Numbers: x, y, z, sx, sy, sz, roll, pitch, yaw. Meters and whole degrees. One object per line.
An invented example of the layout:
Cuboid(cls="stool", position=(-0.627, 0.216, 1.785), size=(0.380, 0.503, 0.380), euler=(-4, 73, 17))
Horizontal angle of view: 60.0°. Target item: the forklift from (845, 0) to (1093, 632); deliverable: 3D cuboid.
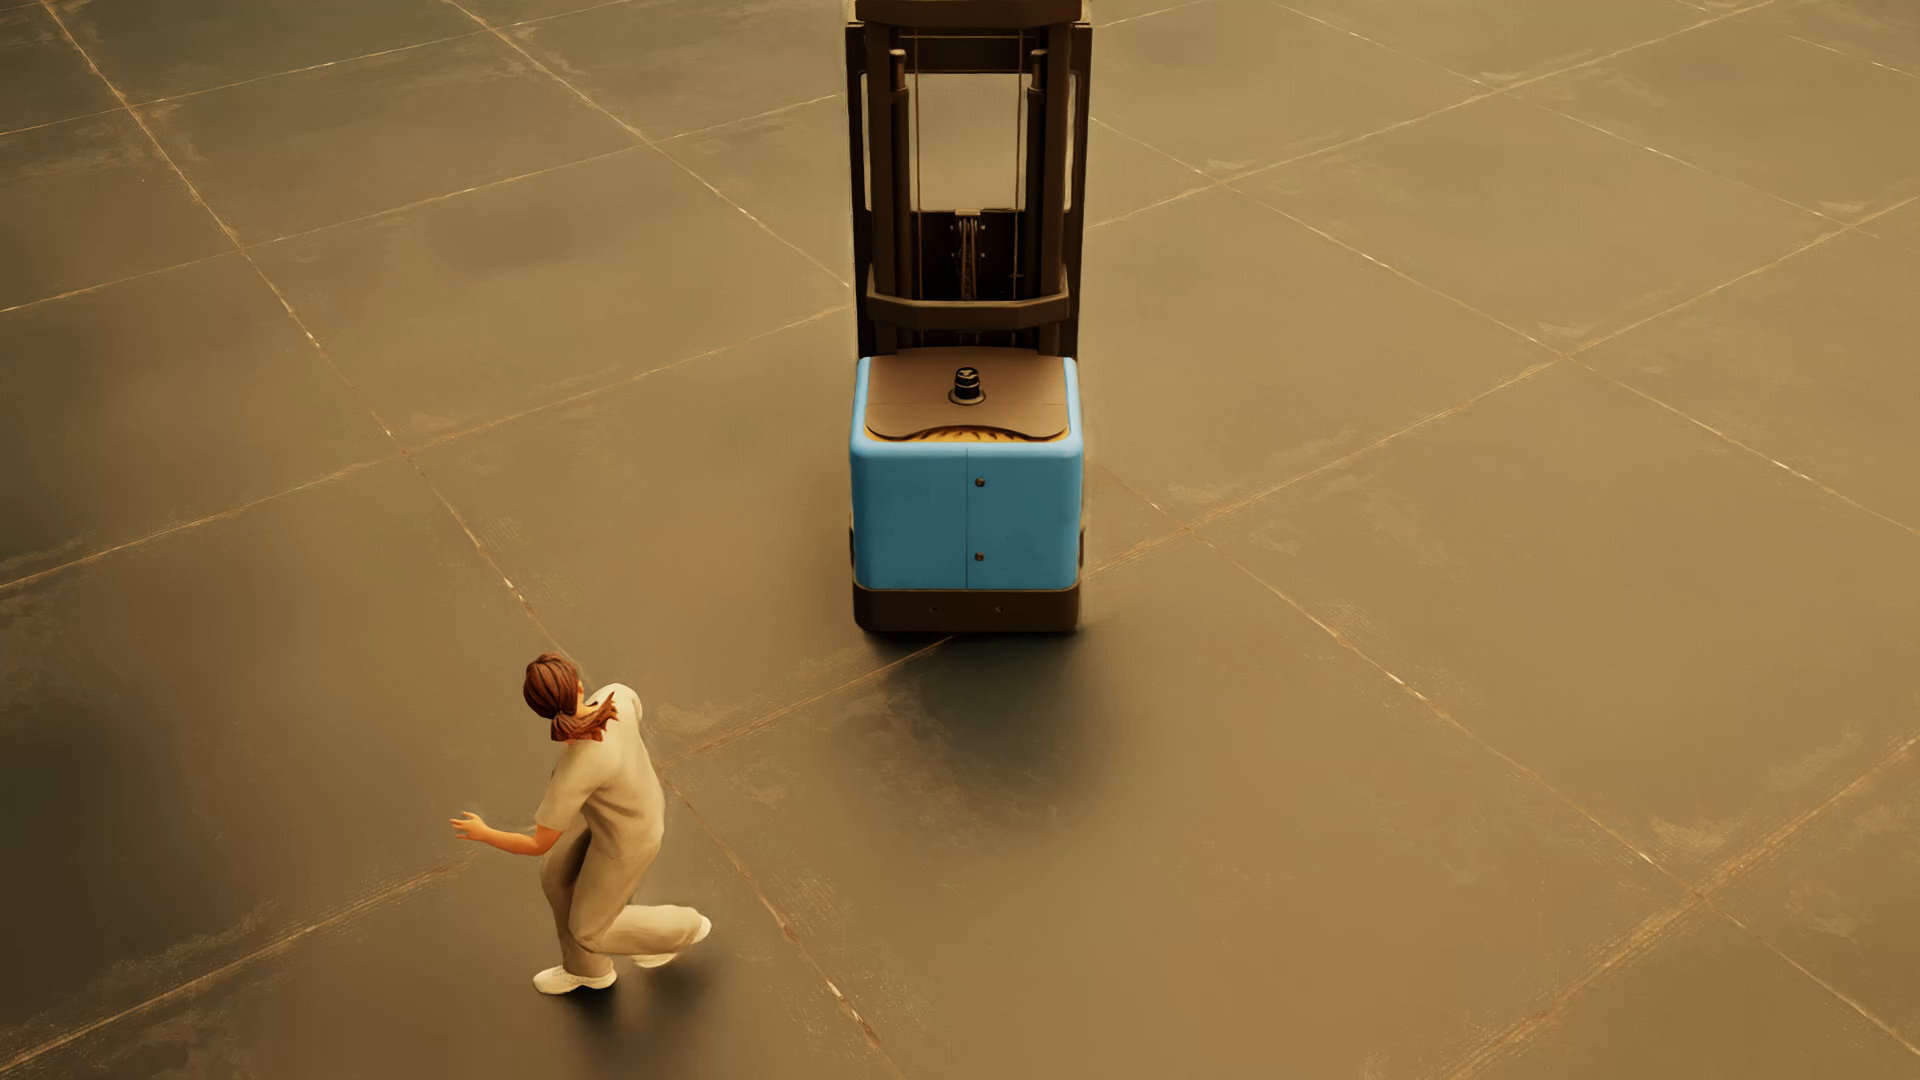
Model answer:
Cuboid(cls="forklift", position=(0.040, -1.596, 8.103), size=(1.130, 2.935, 3.031), euler=(0, 36, 0))

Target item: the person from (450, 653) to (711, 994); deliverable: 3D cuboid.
Cuboid(cls="person", position=(-1.332, 0.955, 5.831), size=(0.802, 1.542, 0.774), euler=(-4, 37, -5))
